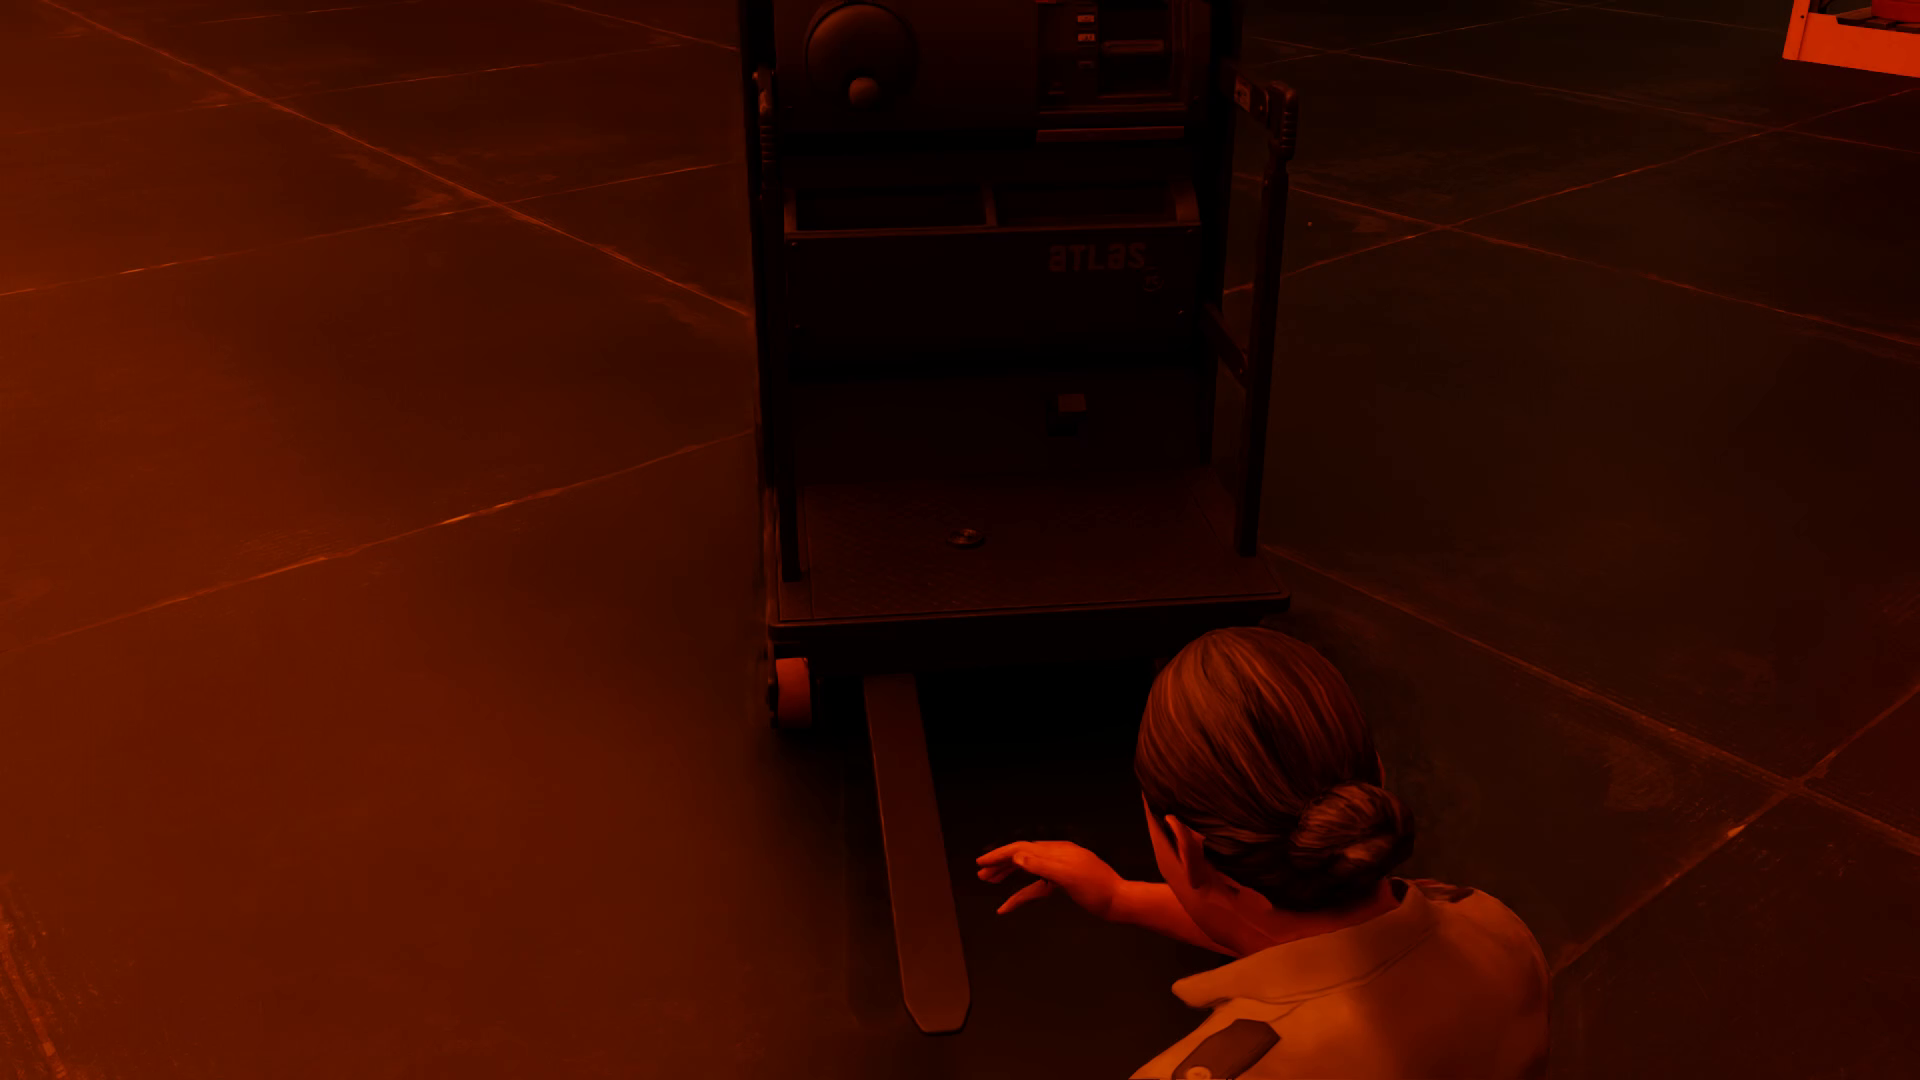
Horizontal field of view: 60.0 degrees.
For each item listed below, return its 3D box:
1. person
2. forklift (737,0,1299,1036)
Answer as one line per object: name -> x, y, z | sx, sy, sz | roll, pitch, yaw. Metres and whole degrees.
person -> 0.121, 0.703, 1.479 | 1.084, 1.425, 0.675 | -21, 33, -36
forklift -> 0.099, -1.056, 3.331 | 1.130, 2.935, 3.031 | -3, 27, -6
